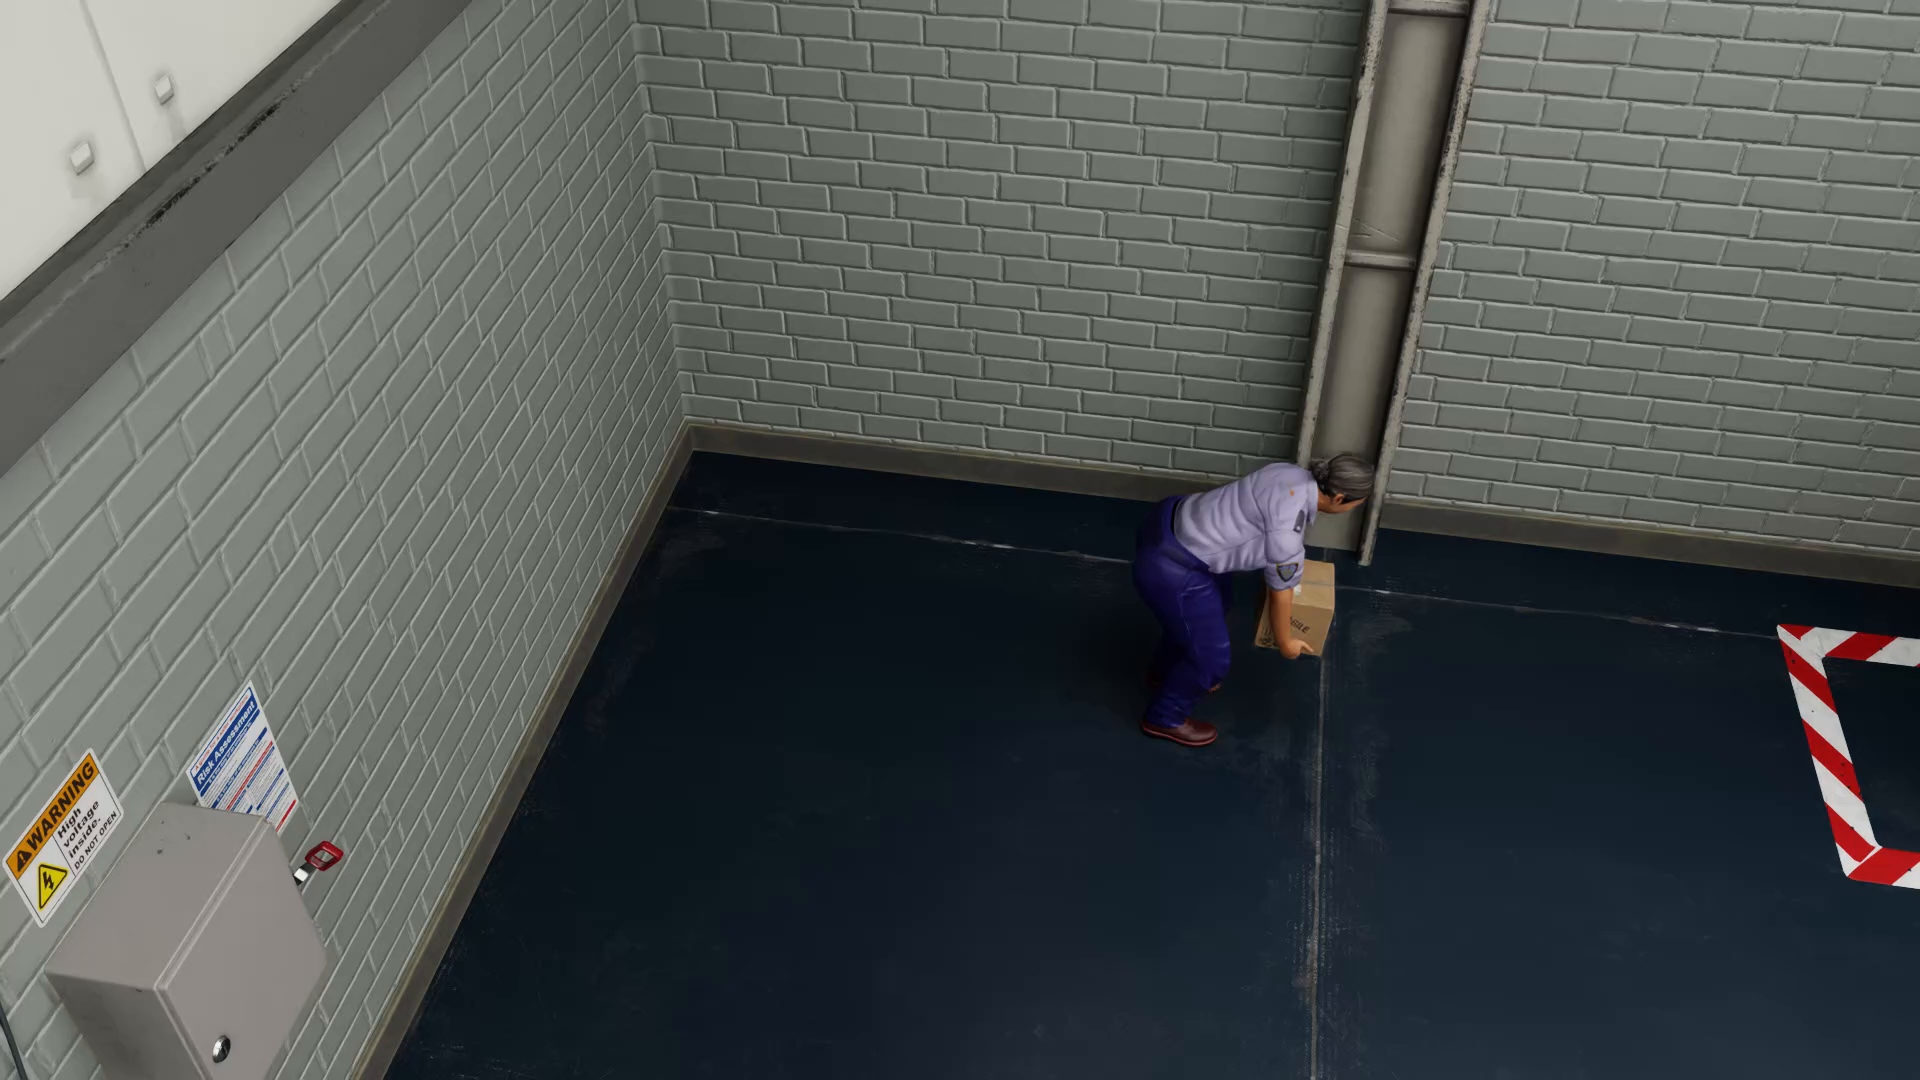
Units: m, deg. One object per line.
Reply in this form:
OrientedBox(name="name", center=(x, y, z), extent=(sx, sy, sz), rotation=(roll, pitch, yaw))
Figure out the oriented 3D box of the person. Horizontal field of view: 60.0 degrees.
OrientedBox(name="person", center=(1.066, 0.203, 6.201), extent=(0.770, 1.305, 0.456), rotation=(5, 41, 6))
